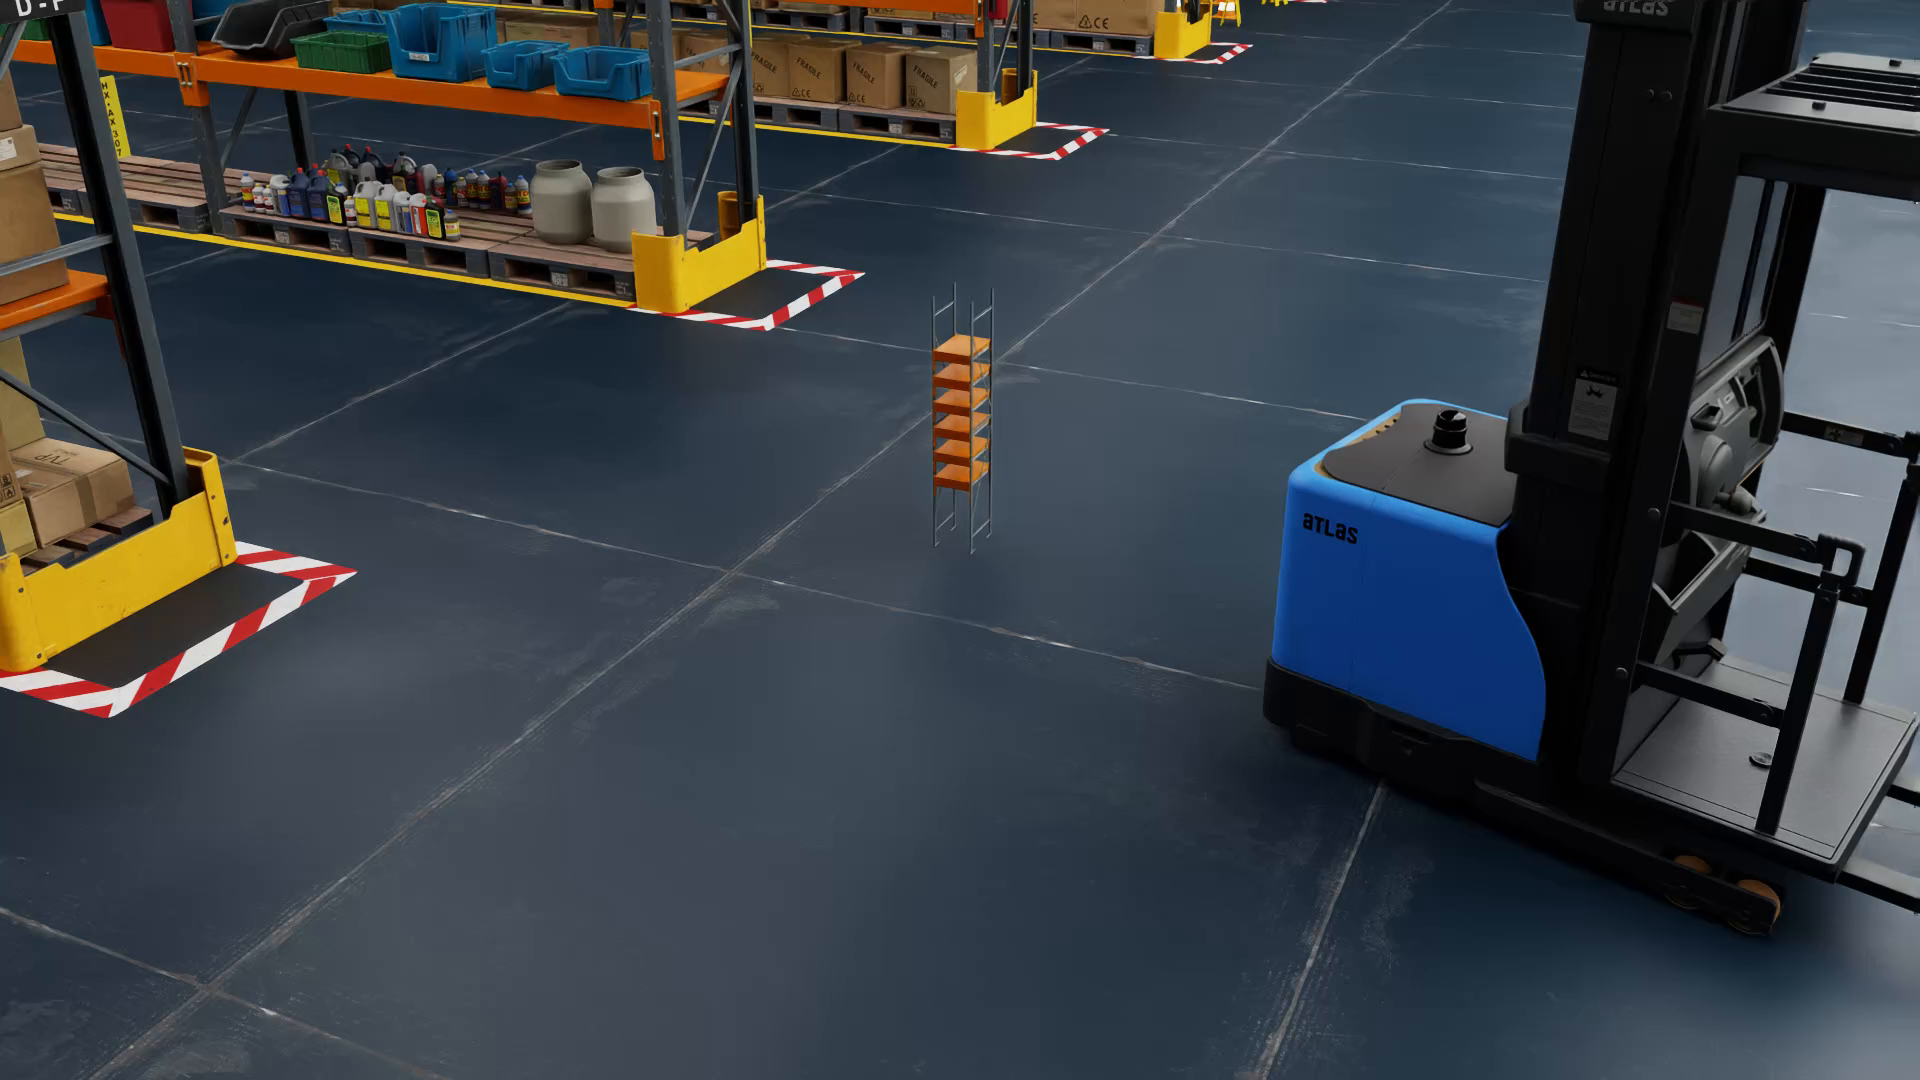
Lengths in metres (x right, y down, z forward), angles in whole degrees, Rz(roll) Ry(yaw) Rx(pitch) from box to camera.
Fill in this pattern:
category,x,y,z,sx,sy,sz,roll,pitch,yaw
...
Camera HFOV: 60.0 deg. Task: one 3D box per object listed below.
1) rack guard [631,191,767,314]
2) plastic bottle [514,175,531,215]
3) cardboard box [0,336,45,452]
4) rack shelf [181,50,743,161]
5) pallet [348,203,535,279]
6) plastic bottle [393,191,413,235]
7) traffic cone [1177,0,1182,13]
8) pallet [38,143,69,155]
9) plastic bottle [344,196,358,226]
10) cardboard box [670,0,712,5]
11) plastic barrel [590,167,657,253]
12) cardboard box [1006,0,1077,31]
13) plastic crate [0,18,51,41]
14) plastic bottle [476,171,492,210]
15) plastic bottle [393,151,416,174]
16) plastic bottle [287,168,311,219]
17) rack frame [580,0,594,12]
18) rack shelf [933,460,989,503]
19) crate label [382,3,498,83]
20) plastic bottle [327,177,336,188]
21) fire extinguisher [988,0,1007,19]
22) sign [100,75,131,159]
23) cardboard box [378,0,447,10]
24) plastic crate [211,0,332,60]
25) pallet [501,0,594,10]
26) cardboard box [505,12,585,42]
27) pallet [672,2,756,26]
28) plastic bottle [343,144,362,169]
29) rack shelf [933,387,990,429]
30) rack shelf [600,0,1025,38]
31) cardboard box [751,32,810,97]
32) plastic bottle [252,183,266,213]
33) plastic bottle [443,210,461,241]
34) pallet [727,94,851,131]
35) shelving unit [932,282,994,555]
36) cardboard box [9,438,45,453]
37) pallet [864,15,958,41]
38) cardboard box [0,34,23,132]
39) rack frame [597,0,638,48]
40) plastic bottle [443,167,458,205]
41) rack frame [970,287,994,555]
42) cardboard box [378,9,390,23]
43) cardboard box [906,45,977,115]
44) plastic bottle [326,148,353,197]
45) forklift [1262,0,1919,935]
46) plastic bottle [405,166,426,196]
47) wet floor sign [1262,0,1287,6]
category,x,y,z,sx,sy,sz,roll,pitch,yaw
rack guard,-1.728,-1.939,11.122,0.348,0.500,1.175,11,28,22
plastic bottle,-3.161,-2.496,12.014,0.097,0.271,0.097,0,26,0
cardboard box,-4.545,-0.644,7.450,0.500,0.500,0.500,11,28,22
rack shelf,-3.460,-3.108,11.482,4.000,0.370,1.077,11,28,22
pallet,-3.572,-2.184,11.946,1.213,0.211,1.003,11,28,22
plastic bottle,-3.837,-2.283,11.576,0.135,0.276,0.152,11,28,20
traffic cone,2.661,-6.563,20.556,0.334,0.463,0.336,11,28,22
pallet,-8.232,-3.120,13.848,1.213,0.211,1.003,11,28,22
plastic bottle,-4.298,-2.329,11.754,0.097,0.201,0.097,0,26,0
cardboard box,-3.412,-7.369,21.392,0.750,0.750,1.050,12,29,23
plastic barrel,-2.270,-2.227,11.219,0.421,0.512,0.421,0,26,0
cardboard box,1.110,-6.525,19.538,0.875,0.875,0.875,11,28,21
plastic crate,-6.983,-3.907,12.529,0.662,0.188,0.450,11,28,22
plastic bottle,-3.473,-2.558,12.141,0.097,0.271,0.097,0,26,0
plastic bottle,-4.106,-2.710,12.359,0.185,0.351,0.144,11,28,21
plastic bottle,-4.717,-2.491,11.915,0.185,0.351,0.144,12,29,23
rack frame,-4.726,-8.496,21.610,0.127,3.000,1.000,11,28,22
rack shelf,0.013,-0.280,7.605,0.180,0.103,0.258,11,28,22
crate label,-3.427,-3.309,11.035,0.616,0.435,0.502,11,28,22
plastic bottle,-4.535,-2.478,11.977,0.097,0.271,0.097,0,26,0
fire extinguisher,0.325,-4.816,14.224,0.183,0.674,0.296,11,28,22
sign,-3.458,-1.720,6.779,0.005,0.325,0.100,11,28,22
cardboard box,-5.762,-5.729,17.473,0.500,0.250,0.500,15,30,28
plastic crate,-4.856,-3.622,11.781,0.504,0.338,0.767,11,28,22
pallet,-5.437,-7.388,22.517,1.213,0.211,1.003,11,28,22
cardboard box,-4.207,-5.080,17.004,0.500,0.500,0.700,11,28,21
pallet,-2.933,-6.846,21.417,1.213,0.211,1.003,11,28,22
plastic bottle,-4.575,-2.804,12.550,0.185,0.351,0.144,11,28,20
rack shelf,0.013,-0.603,7.446,0.180,0.103,0.258,11,28,22
rack shelf,-1.410,-5.100,15.527,4.000,0.370,1.077,11,28,22
cardboard box,-1.760,-4.582,16.016,0.500,0.500,0.500,9,28,17
plastic bottle,-5.079,-2.486,12.073,0.097,0.201,0.097,0,26,0
plastic bottle,-3.492,-2.167,11.425,0.097,0.201,0.097,0,26,0
pallet,-1.490,-4.206,16.054,1.213,0.211,1.003,11,28,22
shelving unit,0.013,-0.536,7.480,0.189,1.200,0.258,11,28,22
cardboard box,-4.546,-0.307,7.615,0.500,0.250,0.500,11,28,22
pallet,-0.425,-6.343,20.394,1.213,0.211,1.003,11,28,22
cardboard box,-4.161,-1.802,6.431,0.500,0.500,0.700,11,28,22
rack frame,-3.230,-5.788,16.111,0.127,3.000,1.000,11,28,22
plastic bottle,-3.748,-2.614,12.253,0.097,0.271,0.097,0,26,0
rack frame,0.096,-0.519,7.446,0.006,1.200,0.240,11,28,22
cardboard box,-5.743,-5.385,17.623,0.500,0.500,0.700,9,28,18
cardboard box,-0.150,-4.245,15.330,0.500,0.500,0.500,17,31,31
plastic bottle,-4.634,-2.746,12.432,0.185,0.351,0.144,11,28,22
forklift,2.594,-0.340,5.123,3.031,2.935,1.130,20,33,35
plastic bottle,-4.003,-2.605,12.223,0.133,0.283,0.061,11,28,22
wet floor sign,4.243,-7.520,22.294,0.232,0.644,0.267,23,35,39
